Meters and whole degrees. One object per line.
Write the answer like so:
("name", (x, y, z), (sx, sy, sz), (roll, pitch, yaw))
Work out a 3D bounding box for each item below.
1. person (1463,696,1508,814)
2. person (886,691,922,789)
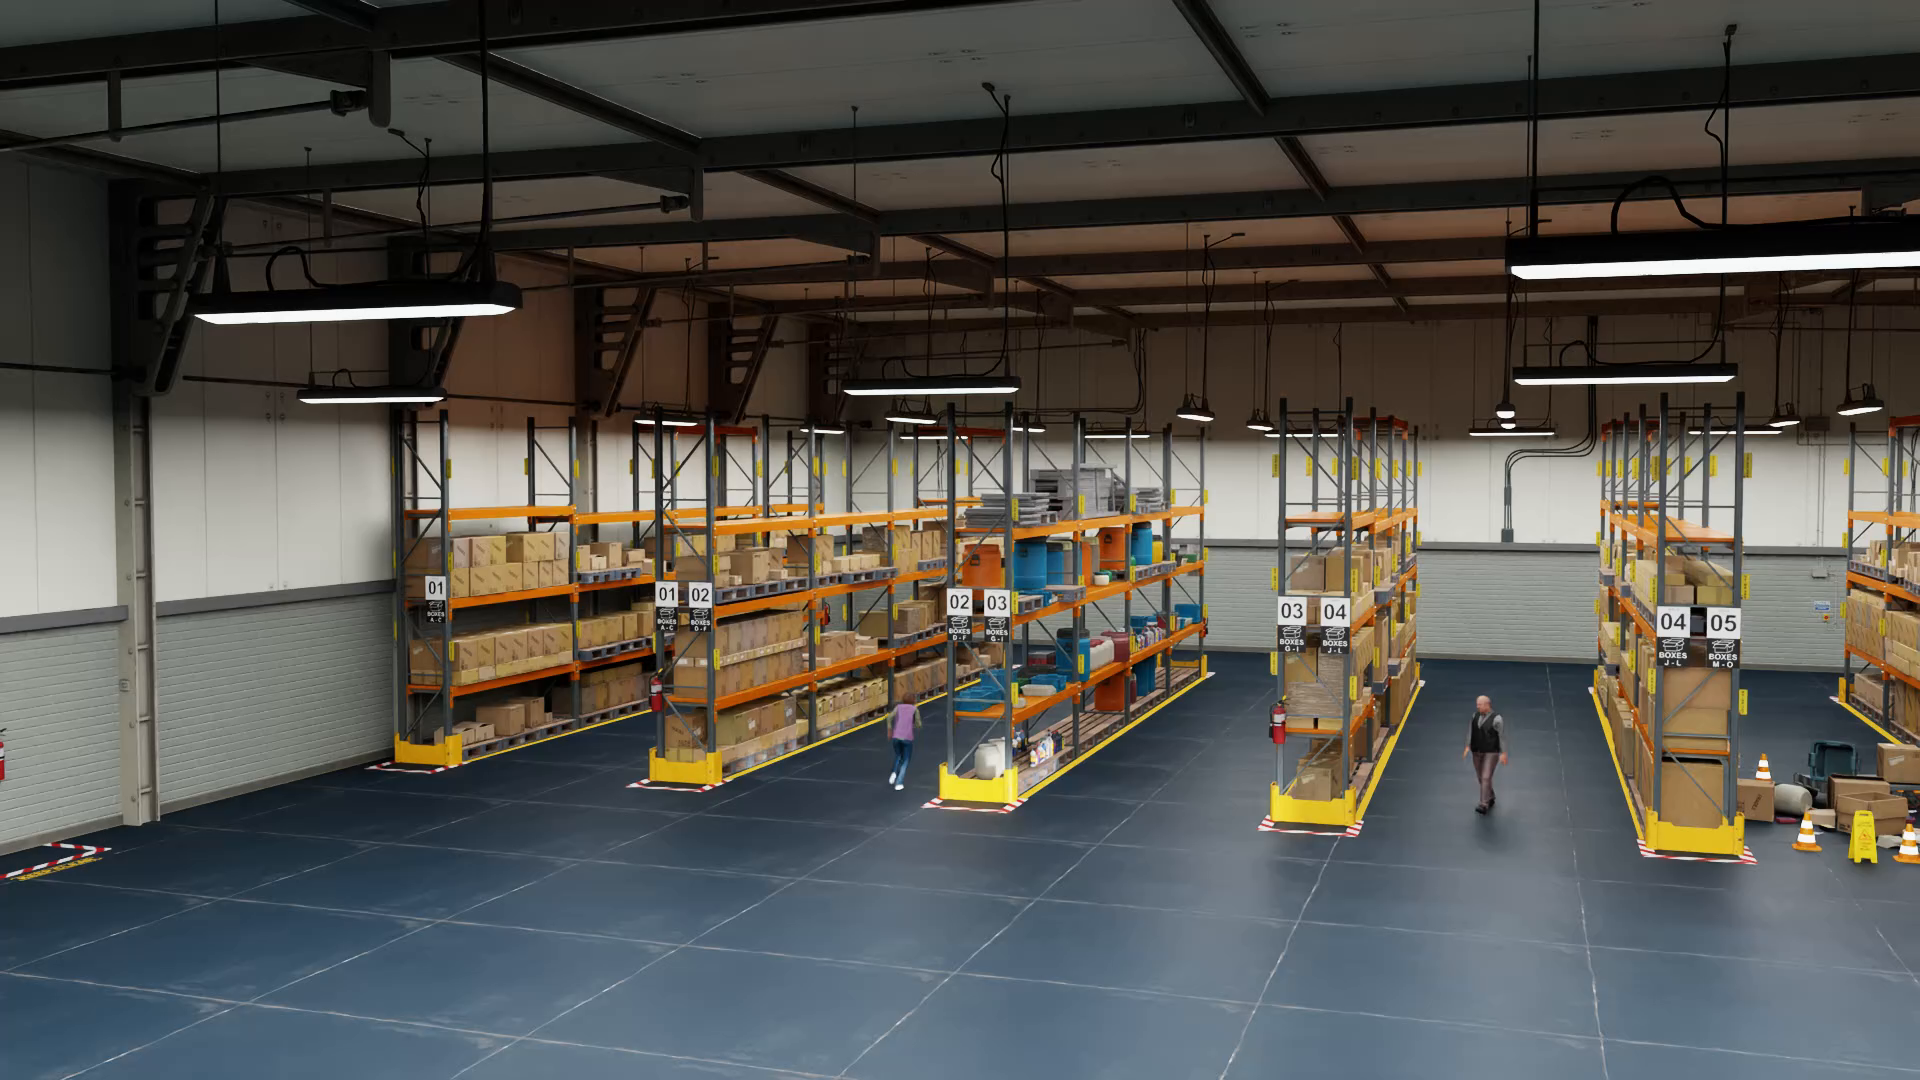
("person", (7.649, 3.121, 24.313), (0.902, 1.692, 0.586), (-2, 3, -38))
("person", (-0.879, 3.135, 26.198), (0.522, 1.497, 0.754), (1, 3, 22))
